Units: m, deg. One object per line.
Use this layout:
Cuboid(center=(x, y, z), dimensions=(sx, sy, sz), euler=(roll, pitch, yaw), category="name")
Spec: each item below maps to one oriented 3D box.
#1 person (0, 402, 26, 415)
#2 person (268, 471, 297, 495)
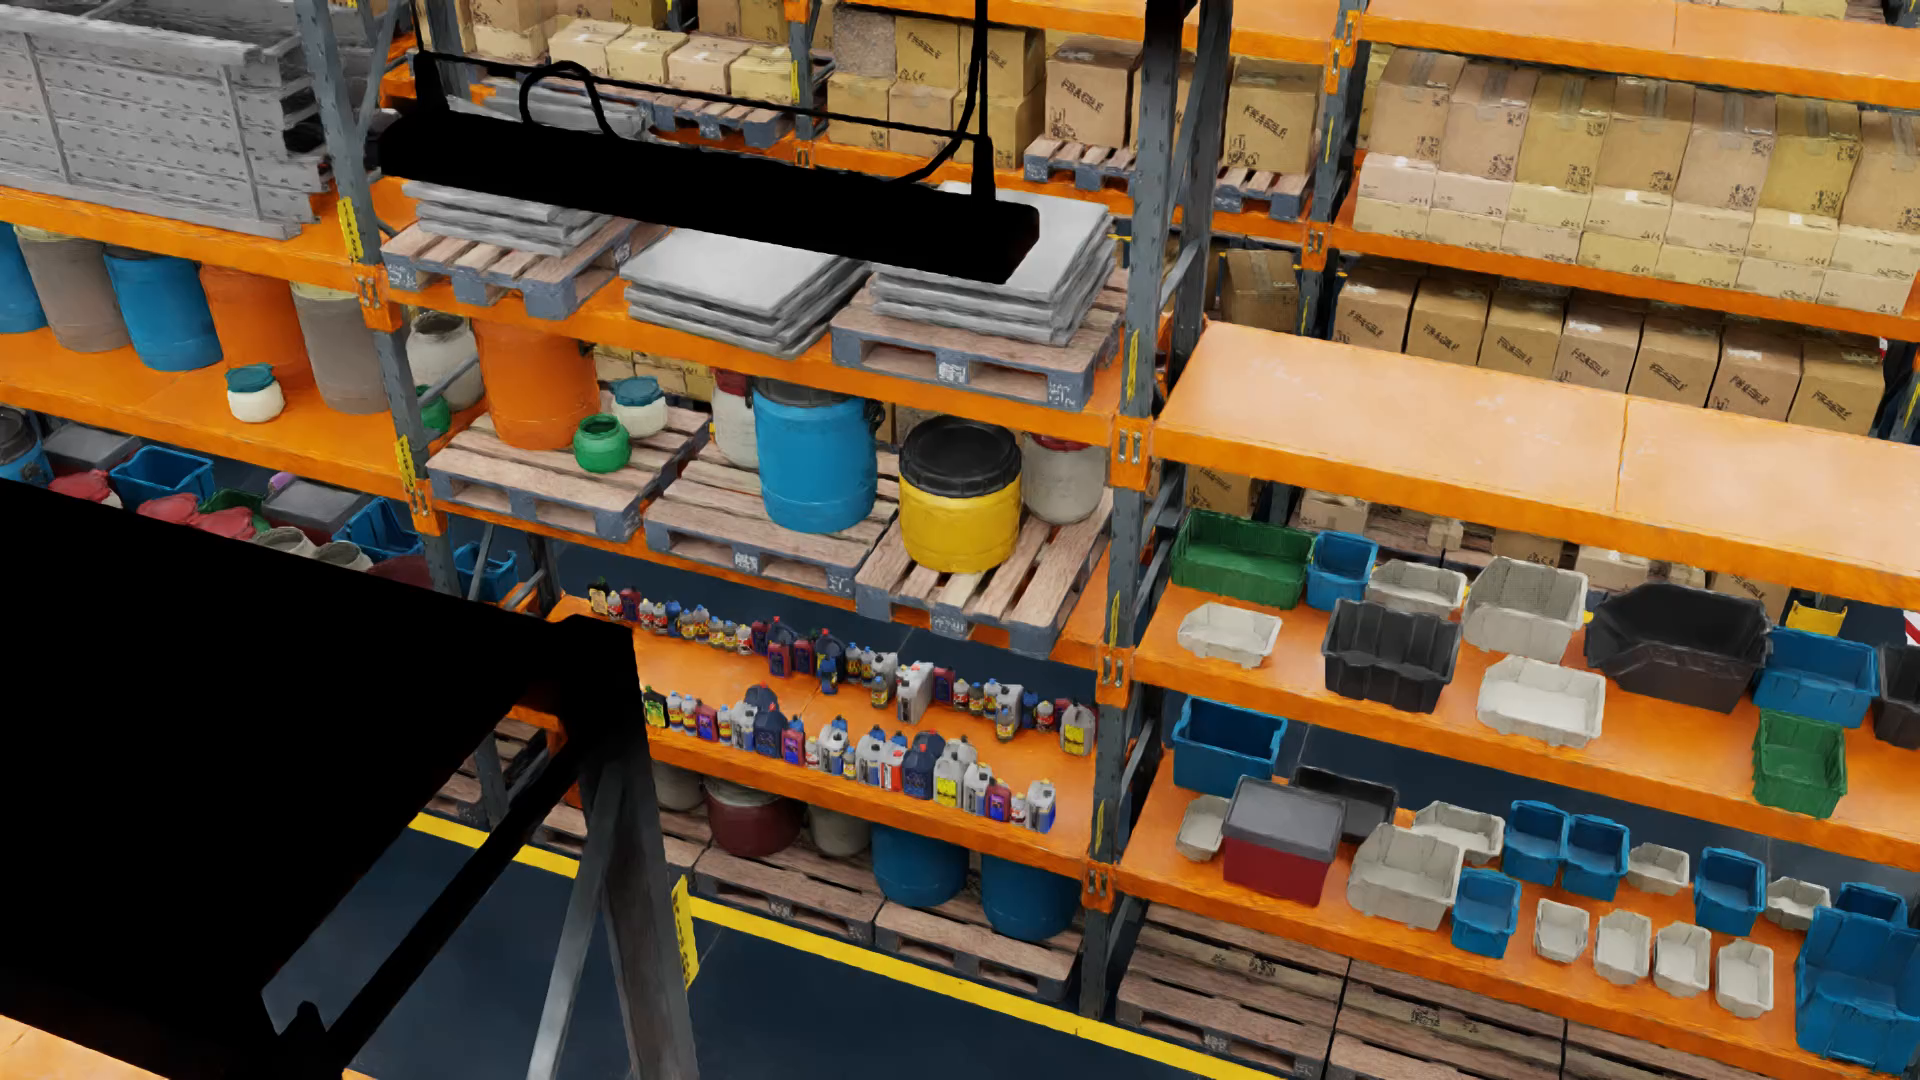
Cuboid(center=(-8.179, -1.393, 13.803), dimensions=(0.595, 1.737, 0.450), euler=(-6, 37, -8), category="person")
Cuboid(center=(-4.717, -0.027, 12.127), dimensions=(0.866, 1.531, 0.461), euler=(28, 45, 33), category="person")
